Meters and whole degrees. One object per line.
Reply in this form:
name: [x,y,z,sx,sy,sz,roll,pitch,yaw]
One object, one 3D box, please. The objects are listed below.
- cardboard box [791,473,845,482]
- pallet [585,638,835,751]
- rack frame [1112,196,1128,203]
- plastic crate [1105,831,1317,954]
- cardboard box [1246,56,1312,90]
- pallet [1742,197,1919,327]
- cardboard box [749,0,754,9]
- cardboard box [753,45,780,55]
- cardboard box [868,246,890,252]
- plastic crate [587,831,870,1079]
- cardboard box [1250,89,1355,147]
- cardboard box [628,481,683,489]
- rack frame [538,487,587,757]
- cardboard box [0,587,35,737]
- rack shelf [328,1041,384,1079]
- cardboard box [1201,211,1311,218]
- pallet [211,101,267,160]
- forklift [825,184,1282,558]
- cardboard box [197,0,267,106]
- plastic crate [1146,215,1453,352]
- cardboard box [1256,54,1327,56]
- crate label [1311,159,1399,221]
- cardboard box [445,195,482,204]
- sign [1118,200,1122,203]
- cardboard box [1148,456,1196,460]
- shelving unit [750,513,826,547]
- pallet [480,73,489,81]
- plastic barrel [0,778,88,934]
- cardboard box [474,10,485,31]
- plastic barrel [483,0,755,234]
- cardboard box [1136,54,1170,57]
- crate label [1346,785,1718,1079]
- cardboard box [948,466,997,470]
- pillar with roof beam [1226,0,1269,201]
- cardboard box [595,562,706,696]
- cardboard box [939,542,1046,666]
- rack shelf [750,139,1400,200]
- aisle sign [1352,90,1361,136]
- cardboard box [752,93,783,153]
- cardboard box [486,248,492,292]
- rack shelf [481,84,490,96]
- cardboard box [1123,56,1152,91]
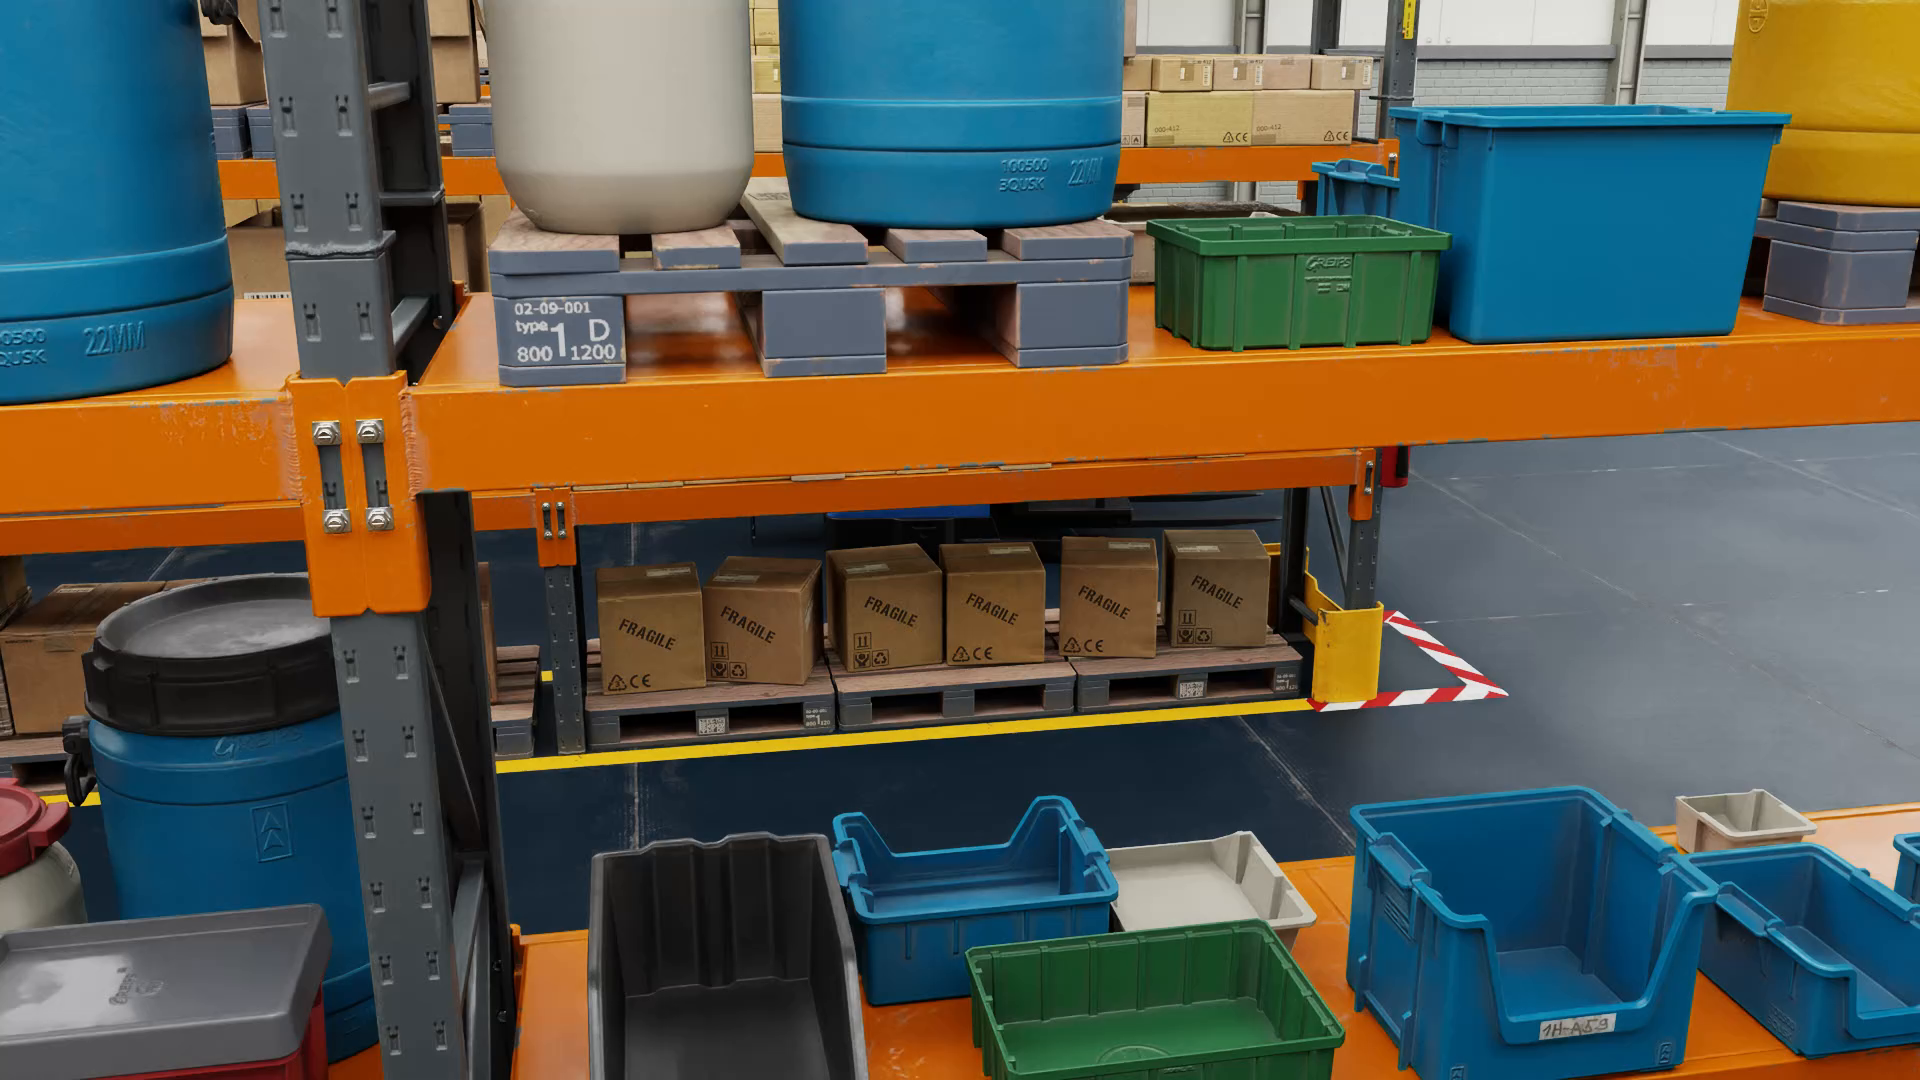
cardboard box: [-0.698,-0.403,7.943,0.250,0.149,0.380,-3,17,-10]
pallet: [-1.299,0.738,8.548,1.213,0.211,1.003,-3,17,-10]
rack frame: [1.134,-2.205,13.383,0.127,3.000,1.000,-3,17,-10]
plastic crate: [0.534,0.843,3.906,0.437,0.136,0.530,-3,17,-10]
cardboard box: [1.485,-2.237,7.952,0.250,0.149,0.380,-4,17,-12]
pallet: [2.085,-0.668,3.590,1.213,0.211,1.003,-3,17,-10]
cardboard box: [-1.623,-3.891,11.947,0.250,0.149,0.380,-4,17,-11]
cardboard box: [-1.373,-3.524,12.111,0.250,0.149,0.380,-4,17,-11]
cardboard box: [-0.480,-1.223,7.804,0.500,0.500,0.500,-3,17,-10]
plastic crate: [-0.474,0.918,3.320,0.504,0.338,0.767,-3,17,-10]
cardboard box: [1.551,-2.032,7.965,0.500,0.250,0.500,-3,17,-9]
cardboard box: [-1.435,-0.362,7.811,0.250,0.149,0.380,-3,17,-10]
rack frame: [-1.951,-0.547,7.984,0.127,3.000,1.000,-3,17,-10]
cardboard box: [-4.683,0.583,7.814,0.500,0.500,0.700,-5,18,-15]
rack shelf: [-2.976,1.336,3.078,4.000,0.370,1.077,-3,17,-10]
cardboard box: [1.483,-1.336,8.173,0.500,0.500,0.500,-3,17,-10]
pallet: [-3.596,-1.829,7.368,1.003,0.211,1.213,-3,17,-10]
forklift: [0.622,-1.409,10.907,3.031,2.935,1.130,-1,17,-2]
cardboard box: [-3.357,-2.181,7.303,0.637,0.503,0.797,-3,17,-8]
plastic crate: [0.589,-0.461,2.957,0.450,0.188,0.336,-3,17,-10]
cardboard box: [1.662,-2.374,8.400,0.250,0.149,0.380,-3,17,-11]
crate label: [1.015,-0.696,3.613,0.408,0.251,0.502,-3,17,-10]
cardboard box: [-3.784,-2.450,12.305,0.500,0.500,0.700,-4,17,-11]
sign: [1.223,-2.715,12.666,0.005,0.325,0.100,-3,17,-10]
cardboard box: [1.006,-0.522,8.332,0.250,0.149,0.380,-3,17,-10]
shelving unit: [-1.157,-0.563,11.101,0.503,1.200,0.258,-1,17,-2]
pallet: [-3.684,-3.260,12.033,1.217,0.209,0.805,-4,18,-13]
plastic barrel: [-1.993,0.806,3.348,0.433,0.535,0.433,0,17,0]
cardboard box: [-4.969,-5.258,16.902,0.500,0.250,0.500,-4,17,-12]
plastic barrel: [-0.552,-0.775,2.711,0.421,0.512,0.421,0,17,0]
cardboard box: [0.883,-2.343,8.299,0.250,0.149,0.380,-3,17,-8]
crate label: [1.160,0.822,3.468,0.616,0.435,0.502,-3,17,-10]
cardboard box: [0.024,-0.467,8.150,0.250,0.149,0.380,-3,17,-10]
pillar with roof beam: [5.004,-7.239,19.555,0.400,9.000,9.100,-3,17,-10]
cardboard box: [-1.551,0.436,8.324,0.500,0.500,0.500,-4,17,-12]
cardboard box: [0.161,0.327,8.681,0.500,0.500,0.500,-2,17,-5]
rack shelf: [0.012,-1.748,8.012,4.000,0.370,1.077,-3,17,-10]
aisle sign: [1.980,-2.102,8.621,0.004,0.787,0.394,-3,17,-10]
cardboard box: [-0.943,-1.891,7.508,0.500,0.250,0.500,-3,17,-11]
cardboard box: [-3.255,-1.924,12.297,0.500,0.500,0.500,-3,17,-11]
rack shelf: [-5.795,-4.382,16.588,4.000,0.370,1.077,-3,17,-10]
cardboard box: [0.728,-2.191,7.804,0.250,0.149,0.380,-3,17,-10]
